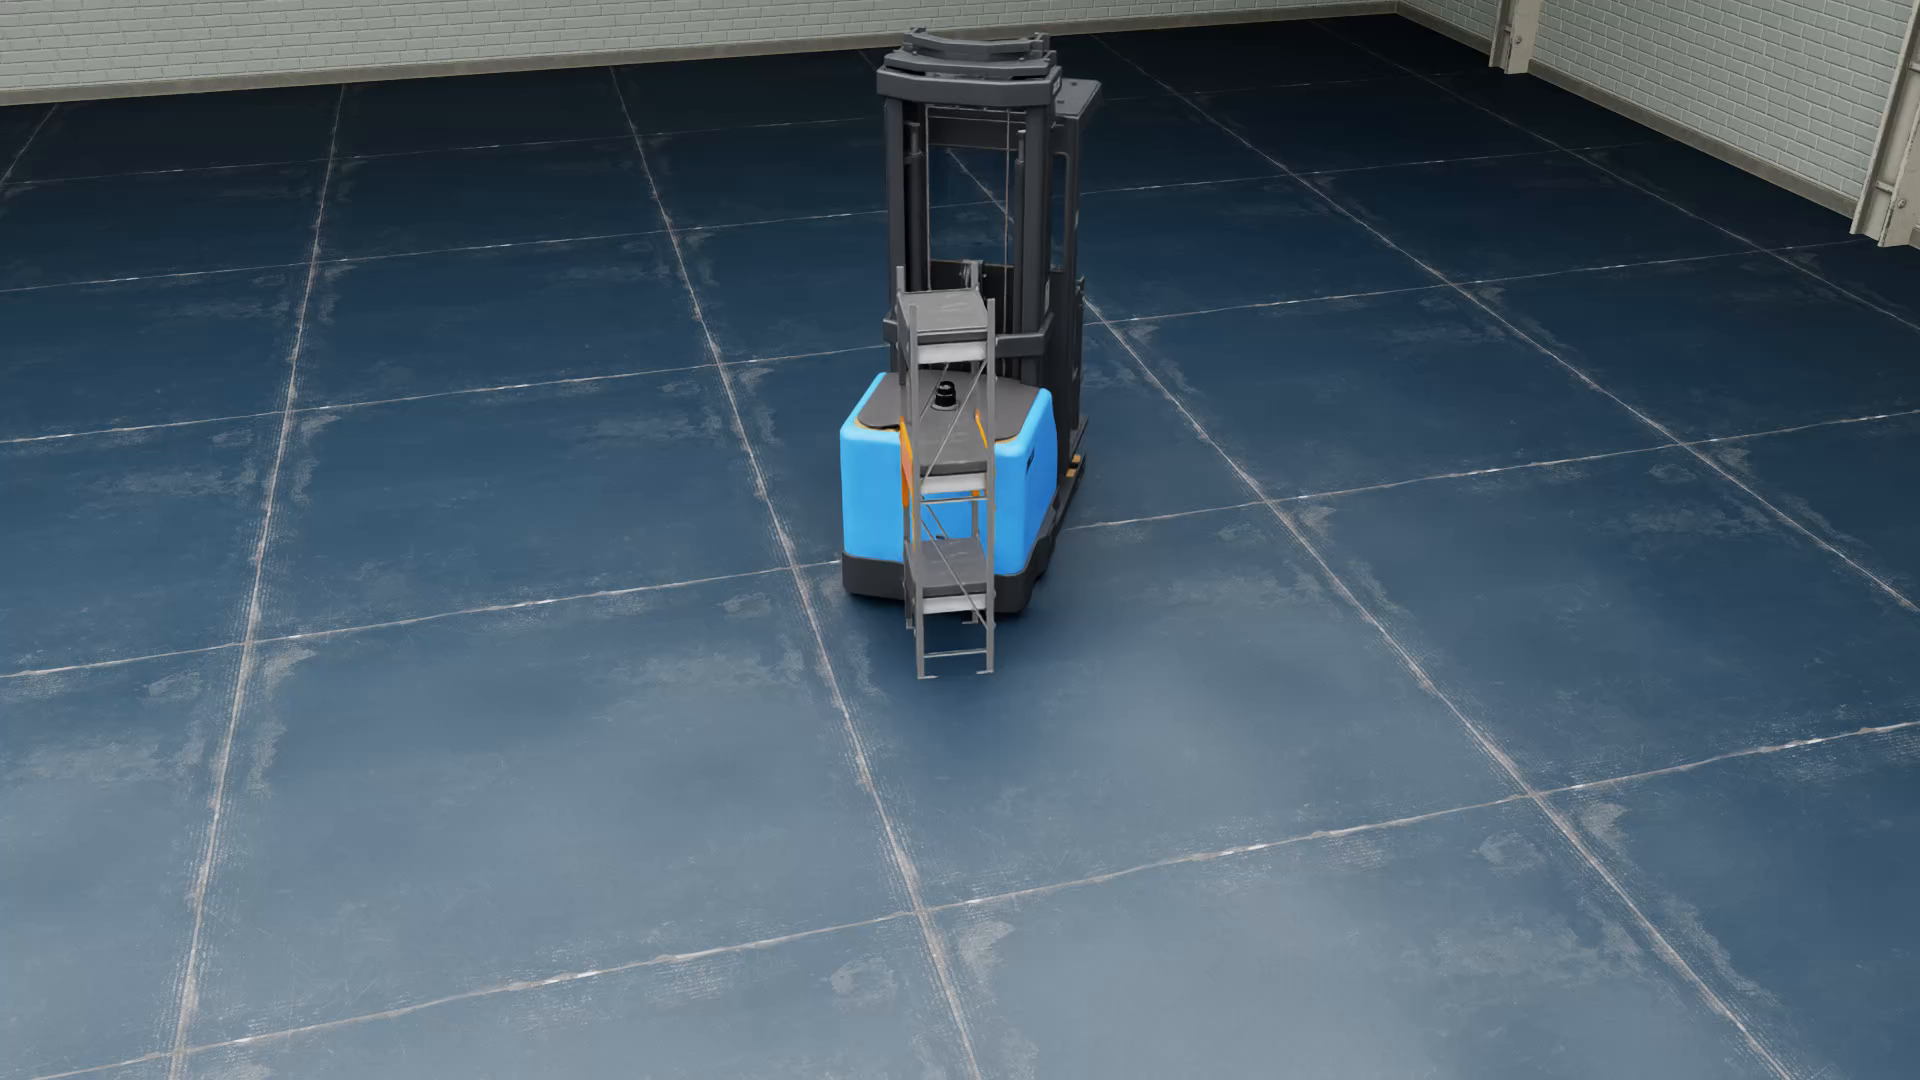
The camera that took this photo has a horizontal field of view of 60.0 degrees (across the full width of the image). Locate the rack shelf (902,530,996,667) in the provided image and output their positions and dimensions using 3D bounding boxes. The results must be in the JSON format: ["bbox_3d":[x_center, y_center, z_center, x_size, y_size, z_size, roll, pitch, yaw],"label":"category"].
[{"bbox_3d":[-0.062,0.304,8.782,0.431,0.518,0.480,-5,30,-7],"label":"rack shelf"}]

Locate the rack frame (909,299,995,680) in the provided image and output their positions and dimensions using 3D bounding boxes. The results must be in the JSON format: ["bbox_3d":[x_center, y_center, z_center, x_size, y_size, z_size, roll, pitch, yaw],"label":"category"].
[{"bbox_3d":[-0.030,-0.193,8.215,0.400,2.100,0.015,-5,30,-7],"label":"rack frame"}]

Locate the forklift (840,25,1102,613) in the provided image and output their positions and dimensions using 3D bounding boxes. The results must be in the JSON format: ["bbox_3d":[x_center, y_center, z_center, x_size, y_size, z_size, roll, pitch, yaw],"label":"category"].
[{"bbox_3d":[0.186,-1.591,9.804,1.130,2.935,3.031,7,31,12],"label":"forklift"}]

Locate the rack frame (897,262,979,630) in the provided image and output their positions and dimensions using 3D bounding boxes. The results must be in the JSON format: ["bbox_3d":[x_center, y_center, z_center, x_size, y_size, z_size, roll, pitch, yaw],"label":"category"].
[{"bbox_3d":[-0.103,-0.434,8.632,0.400,2.100,0.015,-5,30,-7],"label":"rack frame"}]

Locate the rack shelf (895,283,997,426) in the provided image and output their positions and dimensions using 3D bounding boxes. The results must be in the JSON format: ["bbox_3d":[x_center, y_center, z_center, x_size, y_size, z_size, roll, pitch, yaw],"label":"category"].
[{"bbox_3d":[-0.071,-0.907,8.079,0.431,0.518,0.480,-5,30,-7],"label":"rack shelf"}]

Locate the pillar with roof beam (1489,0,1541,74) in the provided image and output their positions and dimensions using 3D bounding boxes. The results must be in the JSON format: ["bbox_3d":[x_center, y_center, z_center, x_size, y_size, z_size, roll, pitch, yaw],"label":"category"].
[{"bbox_3d":[2.303,-8.862,16.310,9.100,9.000,0.400,-8,31,-13],"label":"pillar with roof beam"}]

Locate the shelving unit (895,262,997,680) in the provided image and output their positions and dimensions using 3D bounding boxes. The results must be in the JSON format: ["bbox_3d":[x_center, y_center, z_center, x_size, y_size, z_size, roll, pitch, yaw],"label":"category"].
[{"bbox_3d":[-0.067,-0.313,8.424,0.431,2.100,0.503,-5,30,-7],"label":"shelving unit"}]

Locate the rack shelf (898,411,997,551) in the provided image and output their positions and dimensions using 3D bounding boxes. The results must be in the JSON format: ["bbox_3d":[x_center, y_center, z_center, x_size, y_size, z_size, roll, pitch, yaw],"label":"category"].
[{"bbox_3d":[-0.067,-0.302,8.430,0.431,0.518,0.480,-5,30,-7],"label":"rack shelf"}]

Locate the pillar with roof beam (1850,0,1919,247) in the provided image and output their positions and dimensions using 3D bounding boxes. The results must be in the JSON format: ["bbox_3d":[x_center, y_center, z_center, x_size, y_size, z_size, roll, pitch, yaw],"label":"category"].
[{"bbox_3d":[3.896,-5.965,11.303,9.100,9.000,0.400,-8,31,-13],"label":"pillar with roof beam"}]
